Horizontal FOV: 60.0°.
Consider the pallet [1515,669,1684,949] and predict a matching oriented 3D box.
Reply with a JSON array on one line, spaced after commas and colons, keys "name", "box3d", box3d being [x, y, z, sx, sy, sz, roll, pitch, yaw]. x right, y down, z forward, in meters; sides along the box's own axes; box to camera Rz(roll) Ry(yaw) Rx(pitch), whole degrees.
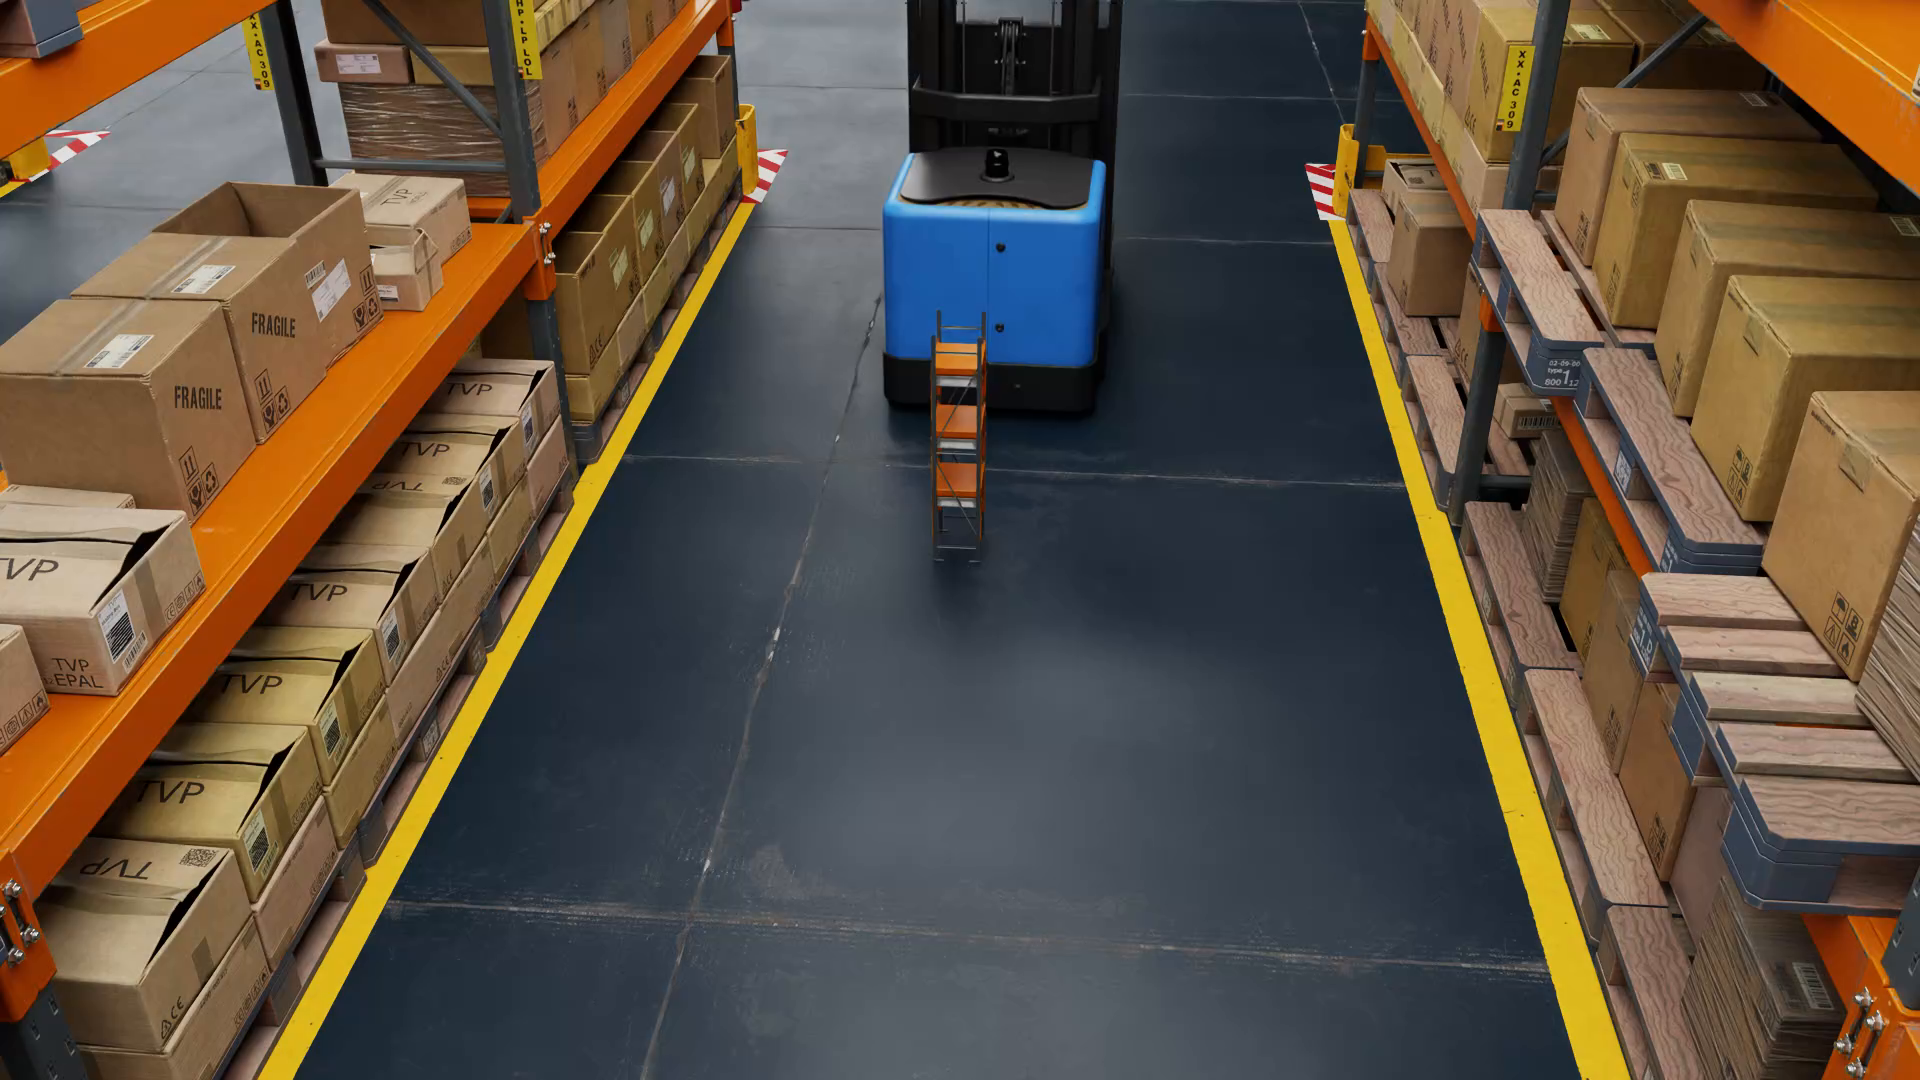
[{"name": "pallet", "box3d": [2.513, 0.895, 5.597, 1.003, 0.211, 1.213, 2, 32, 4]}]

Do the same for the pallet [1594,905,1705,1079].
[{"name": "pallet", "box3d": [2.411, 1.531, 4.565, 1.003, 0.211, 1.213, 2, 32, 4]}]

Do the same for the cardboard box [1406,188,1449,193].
[{"name": "cardboard box", "box3d": [2.804, -1.818, 9.484, 0.500, 0.311, 0.500, 5, 32, 8]}]

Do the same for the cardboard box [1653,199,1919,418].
[{"name": "cardboard box", "box3d": [2.521, -0.667, 4.959, 0.700, 0.500, 0.500, 7, 32, 11]}]

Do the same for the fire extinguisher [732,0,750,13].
[{"name": "fire extinguisher", "box3d": [-1.468, -3.650, 10.387, 0.296, 0.674, 0.183, 2, 32, 4]}]

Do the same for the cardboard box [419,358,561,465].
[{"name": "cardboard box", "box3d": [-2.014, -0.572, 7.005, 0.500, 0.311, 0.500, 2, 32, 4]}]

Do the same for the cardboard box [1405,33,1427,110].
[{"name": "cardboard box", "box3d": [2.522, -2.332, 8.298, 0.500, 0.250, 0.500, 3, 32, 4]}]

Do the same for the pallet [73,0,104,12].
[{"name": "pallet", "box3d": [-2.538, -1.598, 4.304, 1.003, 0.211, 1.213, 4, 32, 6]}]

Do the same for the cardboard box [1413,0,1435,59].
[{"name": "cardboard box", "box3d": [2.530, -2.660, 8.116, 0.500, 0.500, 0.500, 3, 32, 6]}]

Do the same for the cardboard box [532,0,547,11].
[{"name": "cardboard box", "box3d": [-2.197, -2.640, 7.344, 0.700, 0.500, 0.500, 2, 32, 4]}]

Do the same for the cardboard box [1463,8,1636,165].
[{"name": "cardboard box", "box3d": [2.401, -1.864, 6.824, 0.500, 0.500, 0.500, 2, 32, 4]}]

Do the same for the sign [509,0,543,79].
[{"name": "sign", "box3d": [-1.725, -1.990, 6.592, 0.100, 0.325, 0.005, 2, 32, 4]}]

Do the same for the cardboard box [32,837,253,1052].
[{"name": "cardboard box", "box3d": [-2.257, 1.034, 4.399, 0.500, 0.311, 0.500, 3, 32, 6]}]

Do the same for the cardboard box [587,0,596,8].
[{"name": "cardboard box", "box3d": [-1.951, -2.674, 8.016, 0.380, 0.149, 0.250, 2, 32, 3]}]

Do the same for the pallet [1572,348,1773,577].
[{"name": "pallet", "box3d": [2.466, -0.203, 4.903, 1.003, 0.211, 1.213, 2, 32, 4]}]

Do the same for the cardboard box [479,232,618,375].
[{"name": "cardboard box", "box3d": [-1.917, -1.106, 7.691, 0.500, 0.500, 0.500, 2, 32, 4]}]

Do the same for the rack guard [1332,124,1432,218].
[{"name": "rack guard", "box3d": [2.991, -2.327, 10.550, 1.175, 0.500, 0.348, 2, 32, 4]}]

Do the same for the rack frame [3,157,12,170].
[{"name": "rack frame", "box3d": [-6.877, -3.854, 10.645, 1.000, 3.000, 0.127, 2, 32, 4]}]

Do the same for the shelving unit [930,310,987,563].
[{"name": "shelving unit", "box3d": [-0.004, -0.419, 6.929, 0.215, 1.050, 0.252, 2, 32, 4]}]

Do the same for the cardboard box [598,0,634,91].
[{"name": "cardboard box", "box3d": [-2.115, -2.630, 8.563, 0.700, 0.500, 0.500, 3, 32, 5]}]

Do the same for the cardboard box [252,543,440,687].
[{"name": "cardboard box", "box3d": [-2.137, 0.224, 5.714, 0.500, 0.311, 0.500, 2, 32, 3]}]

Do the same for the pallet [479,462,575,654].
[{"name": "pallet", "box3d": [-2.288, 0.025, 7.008, 1.003, 0.211, 1.213, 2, 32, 4]}]

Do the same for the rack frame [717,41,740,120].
[{"name": "rack frame", "box3d": [-1.941, -3.641, 10.298, 1.000, 3.000, 0.127, 2, 32, 4]}]

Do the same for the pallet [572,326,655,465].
[{"name": "pallet", "box3d": [-2.160, -0.776, 8.308, 1.003, 0.211, 1.213, 2, 32, 4]}]

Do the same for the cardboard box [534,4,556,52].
[{"name": "cardboard box", "box3d": [-2.012, -2.266, 7.355, 0.380, 0.149, 0.250, 2, 32, 3]}]

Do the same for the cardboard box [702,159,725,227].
[{"name": "cardboard box", "box3d": [-1.719, -2.094, 10.009, 0.500, 0.250, 0.500, 2, 32, 4]}]

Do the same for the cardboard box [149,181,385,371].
[{"name": "cardboard box", "box3d": [-2.388, -0.915, 5.781, 0.500, 0.500, 0.500, 5, 32, 8]}]

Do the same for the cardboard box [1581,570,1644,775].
[{"name": "cardboard box", "box3d": [2.554, 0.460, 5.607, 0.700, 0.500, 0.500, 3, 32, 5]}]

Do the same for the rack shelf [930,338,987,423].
[{"name": "rack shelf", "box3d": [-0.004, -0.652, 6.786, 0.215, 0.259, 0.240, 2, 32, 4]}]

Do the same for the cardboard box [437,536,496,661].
[{"name": "cardboard box", "box3d": [-2.095, 0.204, 6.281, 0.500, 0.250, 0.500, 3, 32, 5]}]

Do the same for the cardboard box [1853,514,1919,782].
[{"name": "cardboard box", "box3d": [2.374, 0.276, 3.428, 0.700, 0.500, 0.500, -1, 32, -2]}]

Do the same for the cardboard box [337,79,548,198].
[{"name": "cardboard box", "box3d": [-2.237, -1.824, 7.255, 0.700, 0.500, 0.500, 2, 32, 3]}]

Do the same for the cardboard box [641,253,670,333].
[{"name": "cardboard box", "box3d": [-1.835, -1.309, 8.736, 0.500, 0.250, 0.500, 2, 32, 4]}]

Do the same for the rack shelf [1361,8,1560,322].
[{"name": "rack shelf", "box3d": [2.834, -2.079, 8.450, 1.077, 0.370, 4.000, 2, 32, 4]}]

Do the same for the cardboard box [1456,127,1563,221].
[{"name": "cardboard box", "box3d": [2.408, -1.545, 7.021, 0.500, 0.250, 0.500, 3, 32, 4]}]

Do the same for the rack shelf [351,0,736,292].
[{"name": "rack shelf", "box3d": [-2.104, -2.289, 8.790, 1.077, 0.370, 4.000, 2, 32, 4]}]

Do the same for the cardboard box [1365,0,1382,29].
[{"name": "cardboard box", "box3d": [2.641, -3.134, 9.600, 0.500, 0.250, 0.500, 2, 32, 3]}]

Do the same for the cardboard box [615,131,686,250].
[{"name": "cardboard box", "box3d": [-1.797, -1.890, 8.964, 0.500, 0.500, 0.500, 2, 32, 4]}]

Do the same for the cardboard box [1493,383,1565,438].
[{"name": "cardboard box", "box3d": [2.685, -0.602, 7.648, 0.380, 0.166, 0.250, -2, 32, -2]}]

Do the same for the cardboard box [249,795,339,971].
[{"name": "cardboard box", "box3d": [-2.217, 1.010, 4.972, 0.500, 0.250, 0.500, 2, 32, 3]}]

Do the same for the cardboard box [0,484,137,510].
[{"name": "cardboard box", "box3d": [-2.544, -0.020, 4.662, 0.380, 0.149, 0.250, 5, 32, 8]}]

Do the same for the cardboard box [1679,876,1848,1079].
[{"name": "cardboard box", "box3d": [2.352, 1.250, 4.325, 0.700, 0.500, 0.500, 3, 32, 5]}]

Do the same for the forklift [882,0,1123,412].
[{"name": "forklift", "box3d": [0.305, -2.627, 8.720, 1.130, 2.935, 3.031, 3, 32, 6]}]

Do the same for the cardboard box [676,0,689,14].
[{"name": "cardboard box", "box3d": [-1.992, -3.440, 9.877, 0.700, 0.500, 0.500, 2, 32, 4]}]
